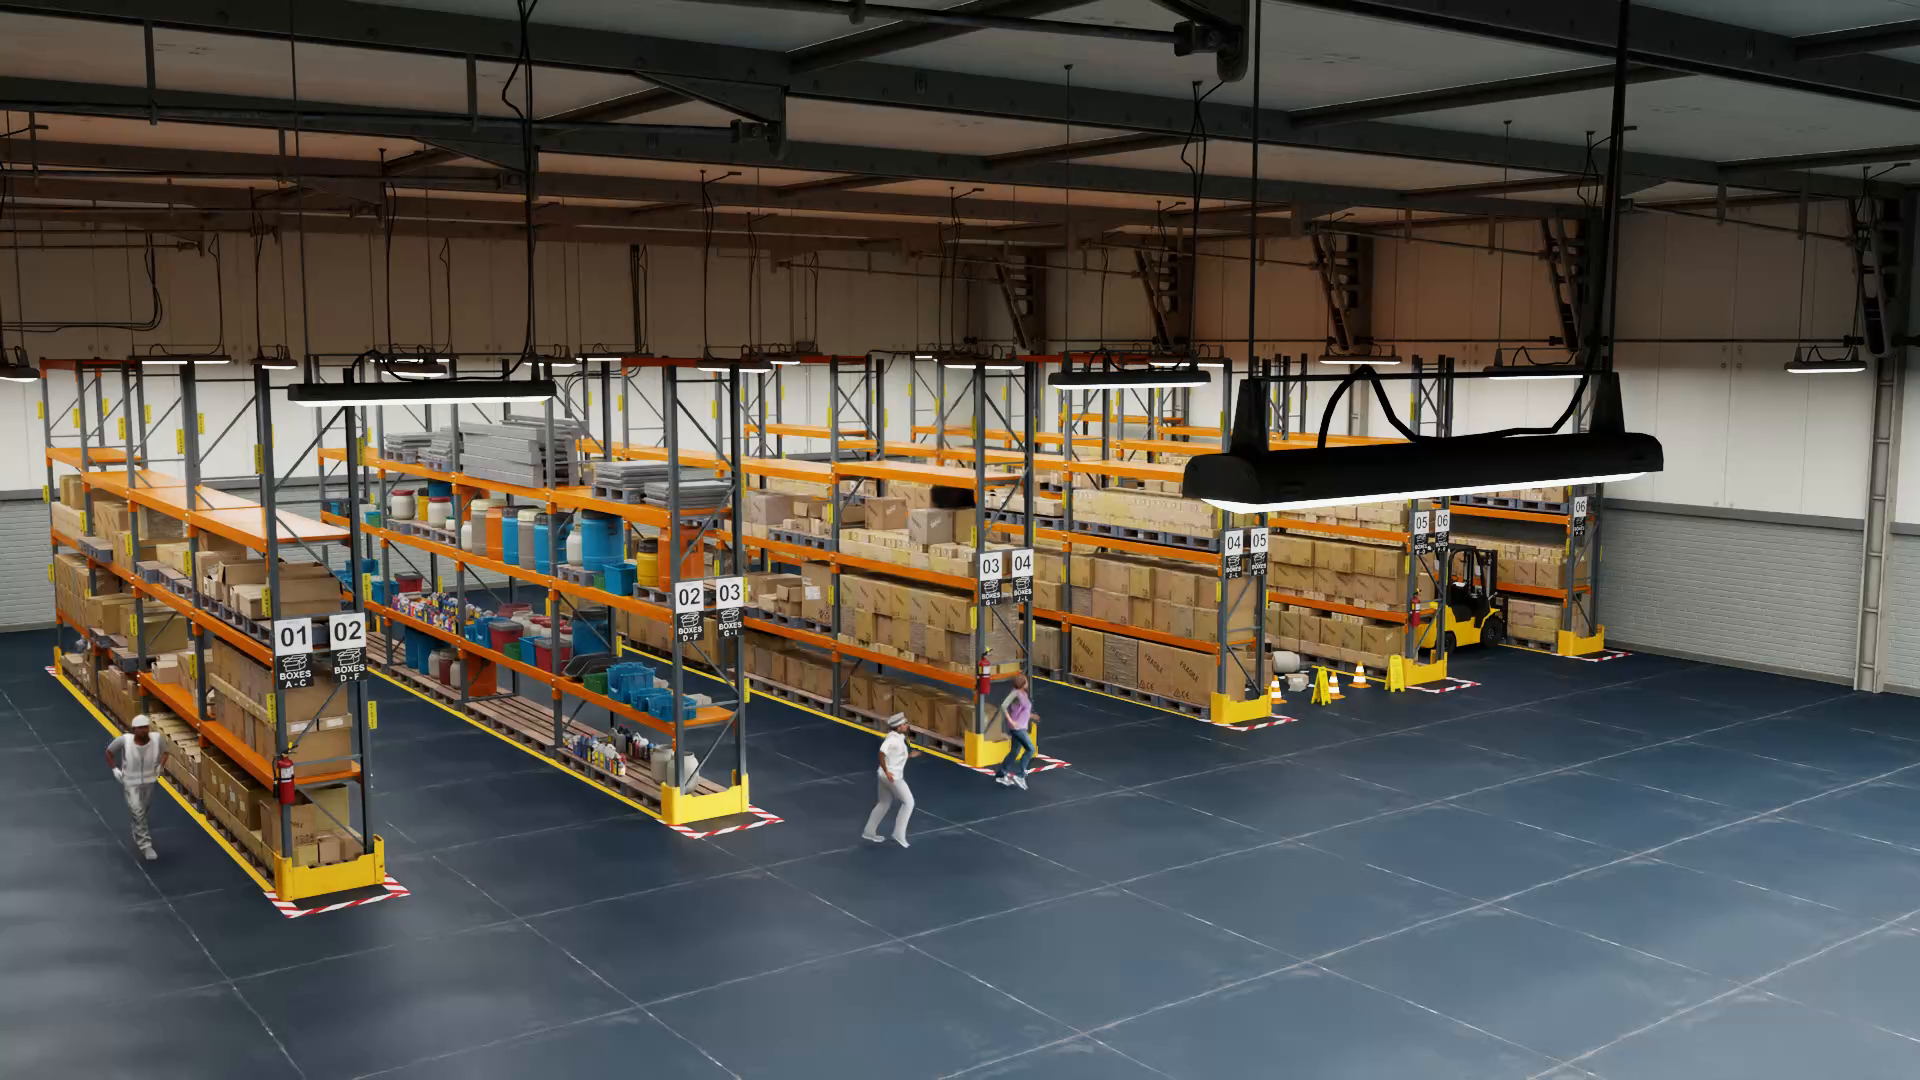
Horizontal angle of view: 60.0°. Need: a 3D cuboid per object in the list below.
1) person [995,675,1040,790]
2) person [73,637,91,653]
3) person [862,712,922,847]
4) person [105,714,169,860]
[{"bbox_3d":[0.822,2.726,23.687,0.627,1.595,0.554,1,7,9],"label":"person"},{"bbox_3d":[-17.241,1.534,32.851,0.559,1.749,0.691,-3,8,-25],"label":"person"},{"bbox_3d":[-0.834,3.017,20.846,0.769,1.742,0.575,-1,7,-10],"label":"person"},{"bbox_3d":[-10.093,2.969,20.473,0.697,1.726,1.136,-6,9,-39],"label":"person"}]
